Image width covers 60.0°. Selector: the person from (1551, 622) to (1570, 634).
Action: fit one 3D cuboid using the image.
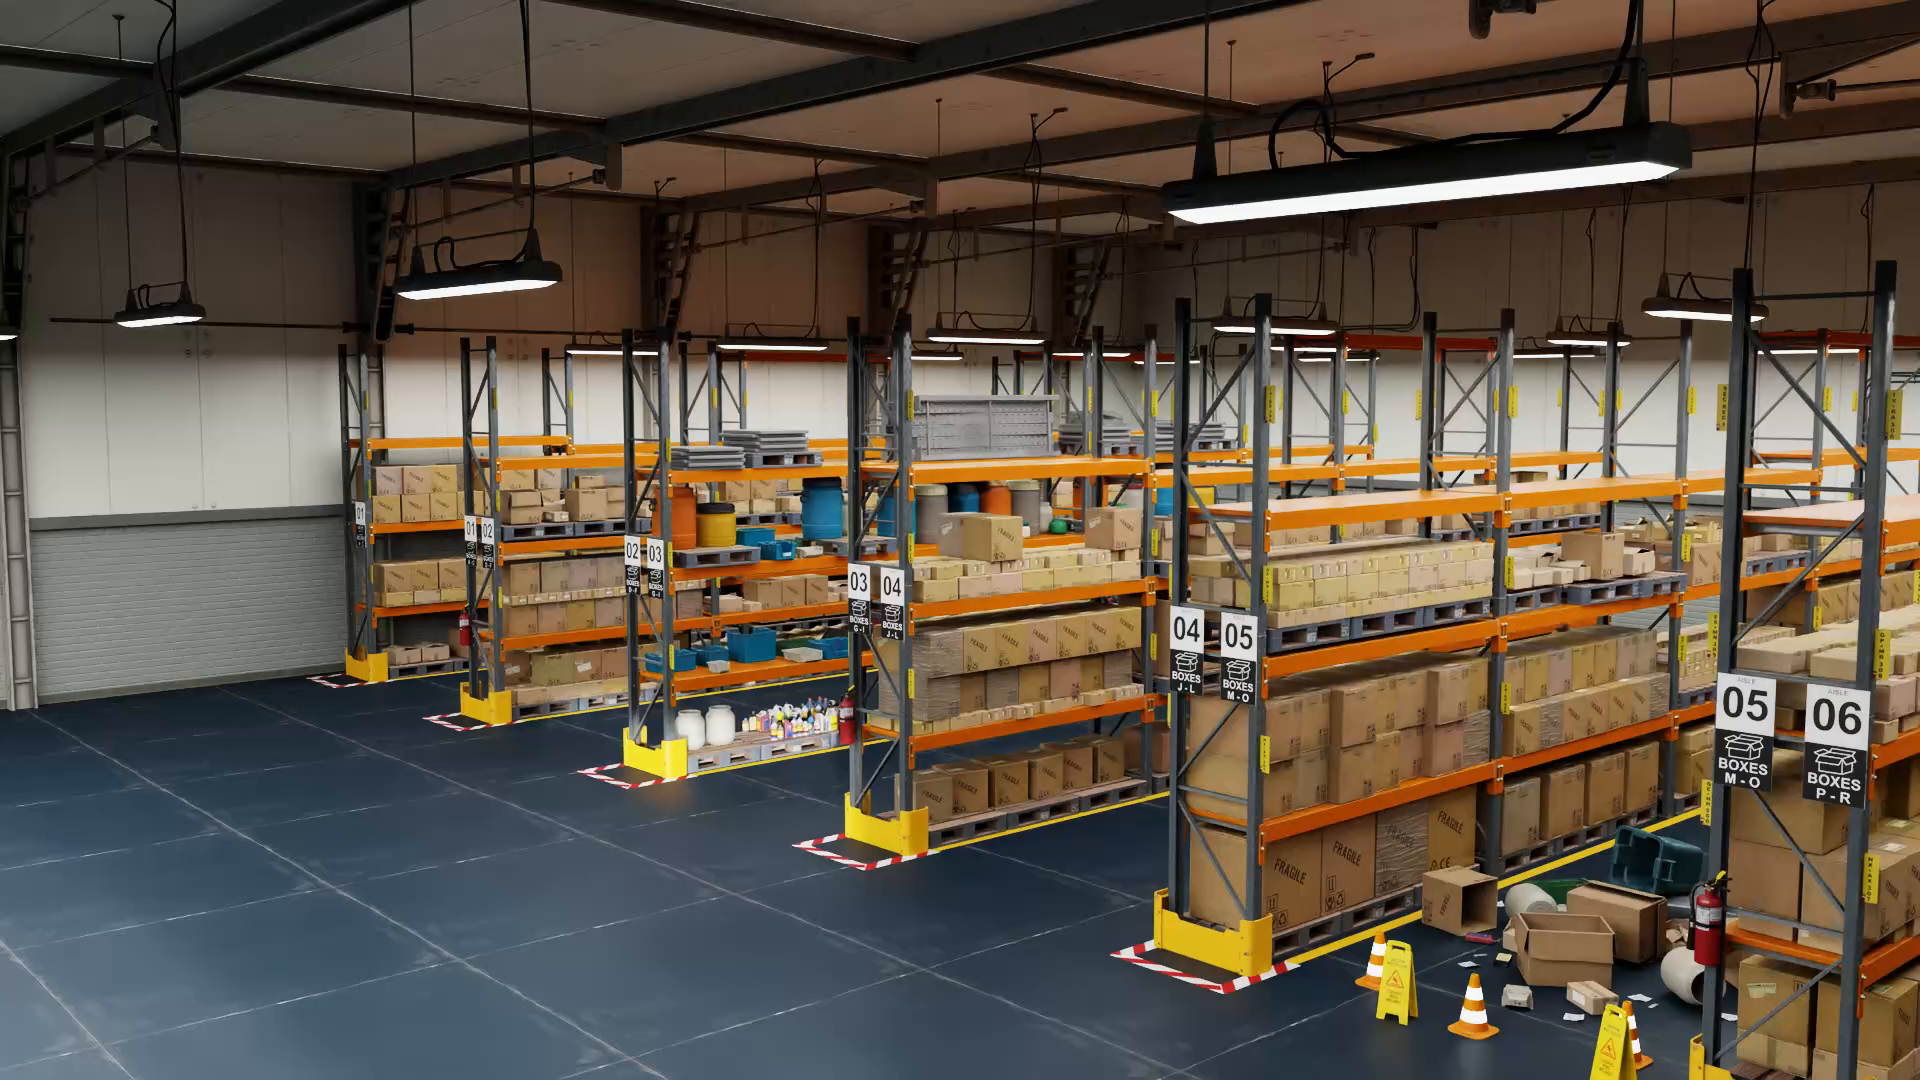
[{"bbox_3d":[9.468,1.979,25.996,0.660,1.701,0.787,-3,6,-29],"label":"person"}]
